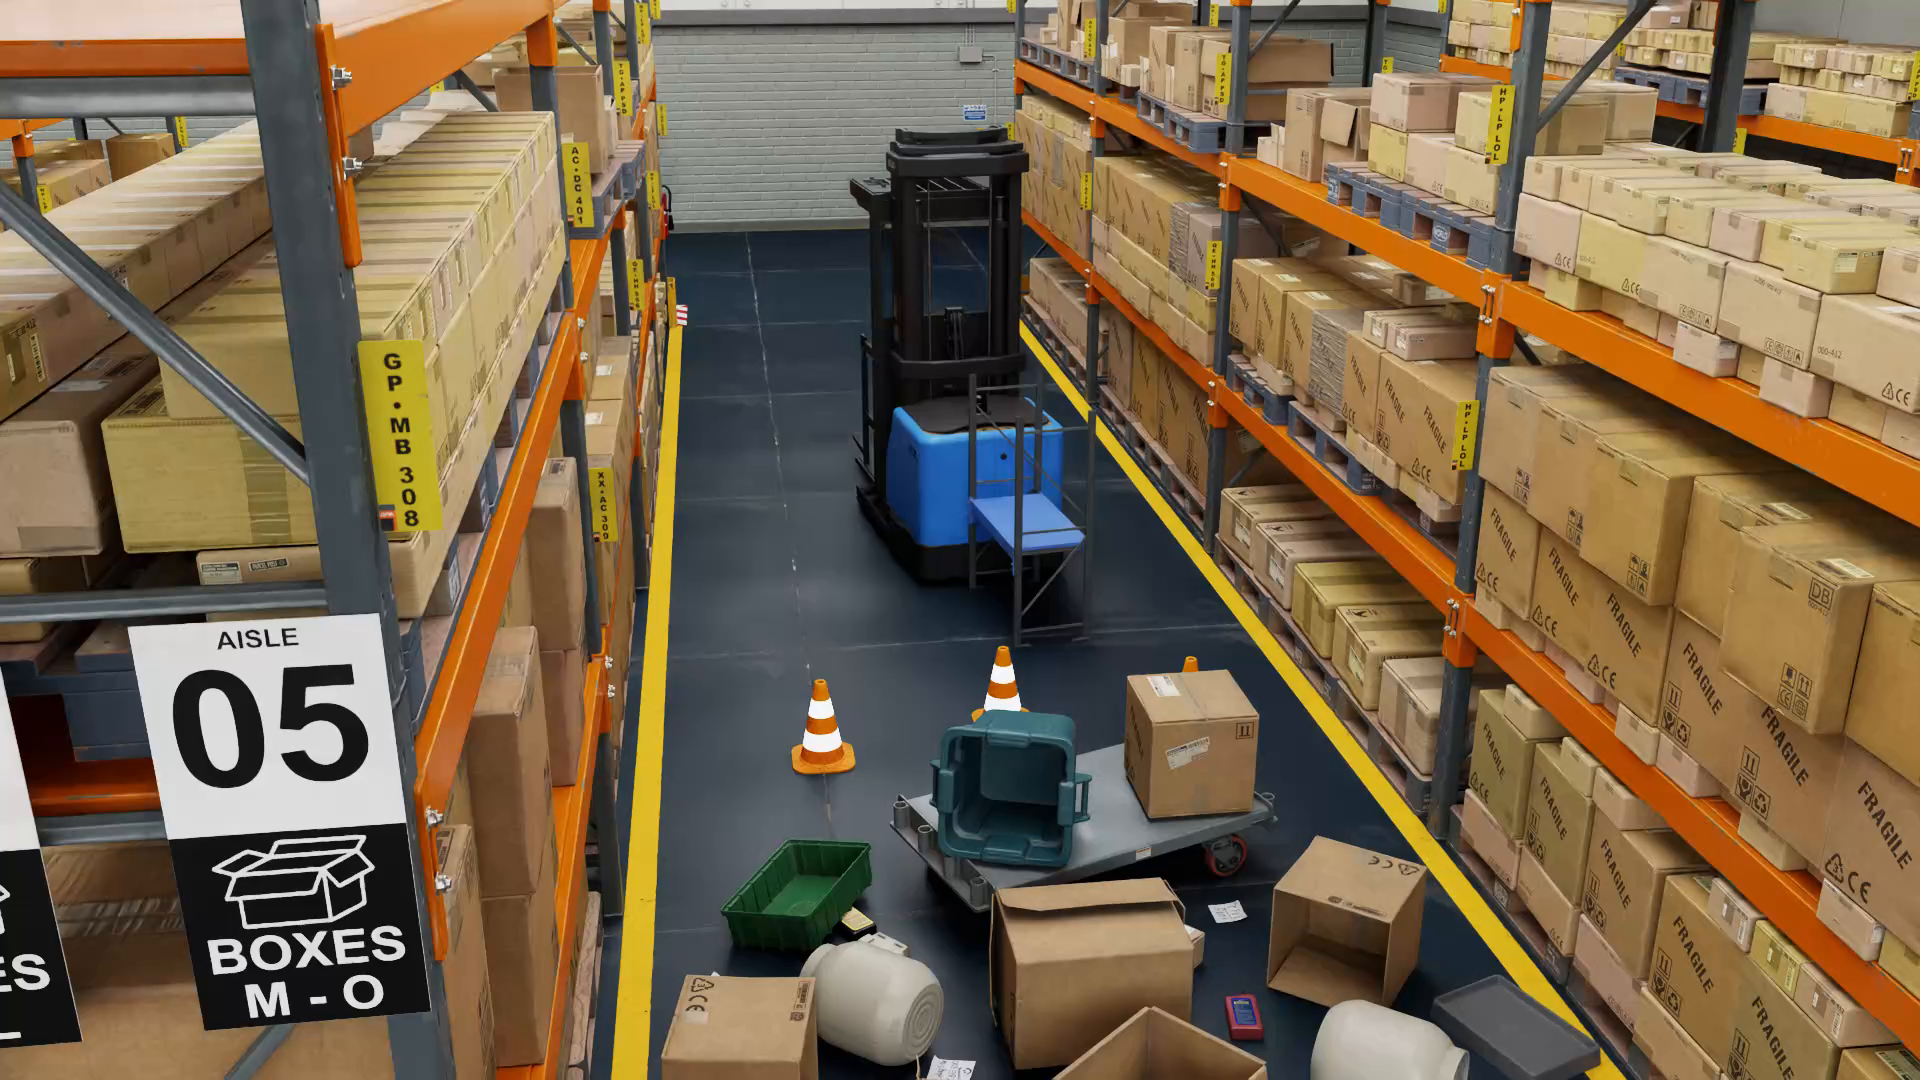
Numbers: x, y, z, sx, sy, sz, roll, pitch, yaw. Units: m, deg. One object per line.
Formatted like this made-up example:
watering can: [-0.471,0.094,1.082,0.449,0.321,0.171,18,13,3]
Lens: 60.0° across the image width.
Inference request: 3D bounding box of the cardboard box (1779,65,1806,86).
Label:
cardboard box: [6.726,-3.676,13.128,0.380,0.149,0.250,-2,21,-6]

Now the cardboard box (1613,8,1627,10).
cardboard box: [6.718,-5.054,16.249,0.500,0.250,0.500,-3,21,-9]

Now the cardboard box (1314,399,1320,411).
cardboard box: [2.338,-0.834,9.920,0.380,0.149,0.250,-2,21,-6]

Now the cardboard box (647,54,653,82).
cardboard box: [-3.211,-4.489,15.876,0.500,0.250,0.500,-2,21,-5]

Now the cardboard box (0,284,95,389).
cardboard box: [-1.886,-0.381,3.139,0.380,0.149,0.250,-3,21,-7]

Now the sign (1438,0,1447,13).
sign: [5.485,-6.154,18.869,0.100,0.325,0.005,-3,21,-8]

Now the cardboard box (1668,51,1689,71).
cardboard box: [6.336,-4.123,14.297,0.380,0.149,0.250,-3,21,-7]

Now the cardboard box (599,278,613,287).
cardboard box: [-2.537,-1.681,11.338,0.380,0.149,0.250,-3,21,-9]

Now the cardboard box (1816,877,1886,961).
cardboard box: [2.922,1.164,5.171,0.380,0.149,0.250,-3,21,-7]

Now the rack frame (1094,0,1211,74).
rack frame: [1.687,-5.540,14.188,1.000,3.000,0.127,-3,21,-8]

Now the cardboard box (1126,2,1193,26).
cardboard box: [1.810,-4.640,15.178,0.500,0.500,0.500,-3,21,-7]

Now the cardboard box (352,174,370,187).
cardboard box: [-2.176,-1.035,5.460,0.500,0.250,0.500,-3,21,-8]

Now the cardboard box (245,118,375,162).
cardboard box: [-2.328,-1.437,5.965,0.380,0.149,0.250,-3,21,-7]

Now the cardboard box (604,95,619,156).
cardboard box: [-2.173,-2.321,9.239,0.500,0.311,0.500,-3,21,-8]

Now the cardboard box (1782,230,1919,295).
cardboard box: [2.821,-0.868,5.184,0.380,0.149,0.250,-2,21,-6]

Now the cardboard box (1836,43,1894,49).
cardboard box: [7.153,-3.835,13.128,0.380,0.149,0.250,-3,21,-8]

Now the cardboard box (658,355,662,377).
cardboard box: [-2.932,-1.587,15.228,0.380,0.149,0.250,-2,21,-5]

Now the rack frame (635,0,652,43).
rack frame: [-3.774,-6.641,17.134,1.000,3.000,0.127,-3,21,-8]

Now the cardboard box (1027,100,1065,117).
cardboard box: [0.920,-4.614,17.784,0.380,0.149,0.250,-2,21,-6]

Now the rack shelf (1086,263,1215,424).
rack shelf: [1.975,-1.700,13.510,1.077,0.370,4.000,-3,21,-8]

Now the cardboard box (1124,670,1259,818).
cardboard box: [1.083,0.956,7.859,0.500,0.500,0.500,-3,21,-8]

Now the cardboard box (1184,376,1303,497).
cardboard box: [2.246,-0.790,12.480,0.875,0.875,0.875,-3,21,-8]

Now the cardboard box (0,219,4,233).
cardboard box: [-8.019,-2.526,13.116,0.797,0.503,0.637,-3,21,-9]

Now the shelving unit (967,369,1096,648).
shelving unit: [0.440,-0.226,10.677,0.538,1.500,1.048,-6,21,-15]

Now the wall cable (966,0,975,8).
wall cable: [0.012,-8.880,23.131,0.463,3.000,0.029,-3,21,-8]

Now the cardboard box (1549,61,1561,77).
cardboard box: [6.151,-4.736,16.682,0.380,0.149,0.250,-2,21,-6]

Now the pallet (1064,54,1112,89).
pallet: [1.579,-4.377,15.489,1.003,0.211,1.213,-3,21,-8]

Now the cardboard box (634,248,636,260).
cardboard box: [-2.944,-2.397,14.105,0.380,0.149,0.250,-3,21,-9]

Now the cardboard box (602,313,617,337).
cardboard box: [-2.491,-1.456,11.161,0.380,0.149,0.250,-2,21,-5]

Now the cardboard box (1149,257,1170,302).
cardboard box: [1.771,-2.017,12.830,0.500,0.250,0.500,-3,21,-9]

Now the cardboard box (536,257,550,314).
cardboard box: [-1.563,-0.831,5.484,0.380,0.149,0.250,-3,21,-8]

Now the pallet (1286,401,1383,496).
pallet: [2.589,-0.572,9.734,1.003,0.211,1.213,-3,21,-8]

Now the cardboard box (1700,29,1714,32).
cardboard box: [6.816,-4.466,14.791,0.380,0.149,0.250,-3,21,-7]

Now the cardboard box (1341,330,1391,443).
cardboard box: [2.405,-0.842,9.015,0.500,0.500,0.500,-2,21,-6]

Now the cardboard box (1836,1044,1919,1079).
cardboard box: [3.043,1.901,5.098,0.500,0.500,0.500,-3,21,-7]

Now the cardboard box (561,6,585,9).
cardboard box: [-3.966,-5.276,16.697,0.380,0.149,0.250,-3,21,-8]

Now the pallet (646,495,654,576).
pallet: [-2.731,-0.025,11.980,1.003,0.211,1.213,-3,21,-8]

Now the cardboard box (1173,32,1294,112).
cardboard box: [1.933,-3.327,11.806,0.700,0.500,0.500,-4,21,-10]

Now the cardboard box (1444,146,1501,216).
cardboard box: [2.613,-1.687,7.772,0.500,0.250,0.500,-3,21,-9]

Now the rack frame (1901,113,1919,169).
rack frame: [7.175,-1.597,12.204,1.000,3.000,0.127,-3,21,-8]

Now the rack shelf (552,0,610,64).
rack shelf: [-2.332,-2.654,8.060,1.077,0.370,4.000,-3,21,-8]

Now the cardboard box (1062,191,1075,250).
cardboard box: [1.287,-3.102,16.092,0.500,0.500,0.500,-3,21,-9]

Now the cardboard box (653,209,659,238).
cardboard box: [-3.134,-3.163,15.829,0.500,0.500,0.500,-3,21,-9]

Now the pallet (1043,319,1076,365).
pallet: [1.476,-2.114,17.575,1.003,0.211,1.213,-3,21,-8]

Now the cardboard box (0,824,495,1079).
cardboard box: [-1.482,1.003,3.486,0.875,0.550,0.550,-3,21,-8]

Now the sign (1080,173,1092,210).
sign: [1.138,-3.144,14.996,0.100,0.325,0.005,-3,21,-8]

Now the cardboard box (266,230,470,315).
cardboard box: [-1.308,-0.590,3.697,0.380,0.149,0.250,-3,21,-7]

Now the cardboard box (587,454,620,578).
cardboard box: [-1.927,-0.093,8.034,0.500,0.500,0.500,-3,21,-7]

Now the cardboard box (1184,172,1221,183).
cardboard box: [2.135,-2.748,13.714,0.500,0.500,0.500,-2,21,-6]

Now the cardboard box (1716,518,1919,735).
cardboard box: [2.886,0.257,5.243,0.700,0.500,0.500,-3,21,-8]

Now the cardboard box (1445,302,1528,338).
cardboard box: [2.864,-1.198,9.042,0.380,0.149,0.250,-2,21,-5]

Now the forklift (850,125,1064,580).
forklift: [-0.170,-1.585,12.271,1.130,2.935,3.031,-6,21,-15]

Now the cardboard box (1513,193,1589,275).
cardboard box: [2.633,-1.268,6.826,0.500,0.250,0.500,-3,21,-9]

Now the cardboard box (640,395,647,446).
cardboard box: [-2.553,-0.864,12.143,0.500,0.250,0.500,-3,21,-8]
